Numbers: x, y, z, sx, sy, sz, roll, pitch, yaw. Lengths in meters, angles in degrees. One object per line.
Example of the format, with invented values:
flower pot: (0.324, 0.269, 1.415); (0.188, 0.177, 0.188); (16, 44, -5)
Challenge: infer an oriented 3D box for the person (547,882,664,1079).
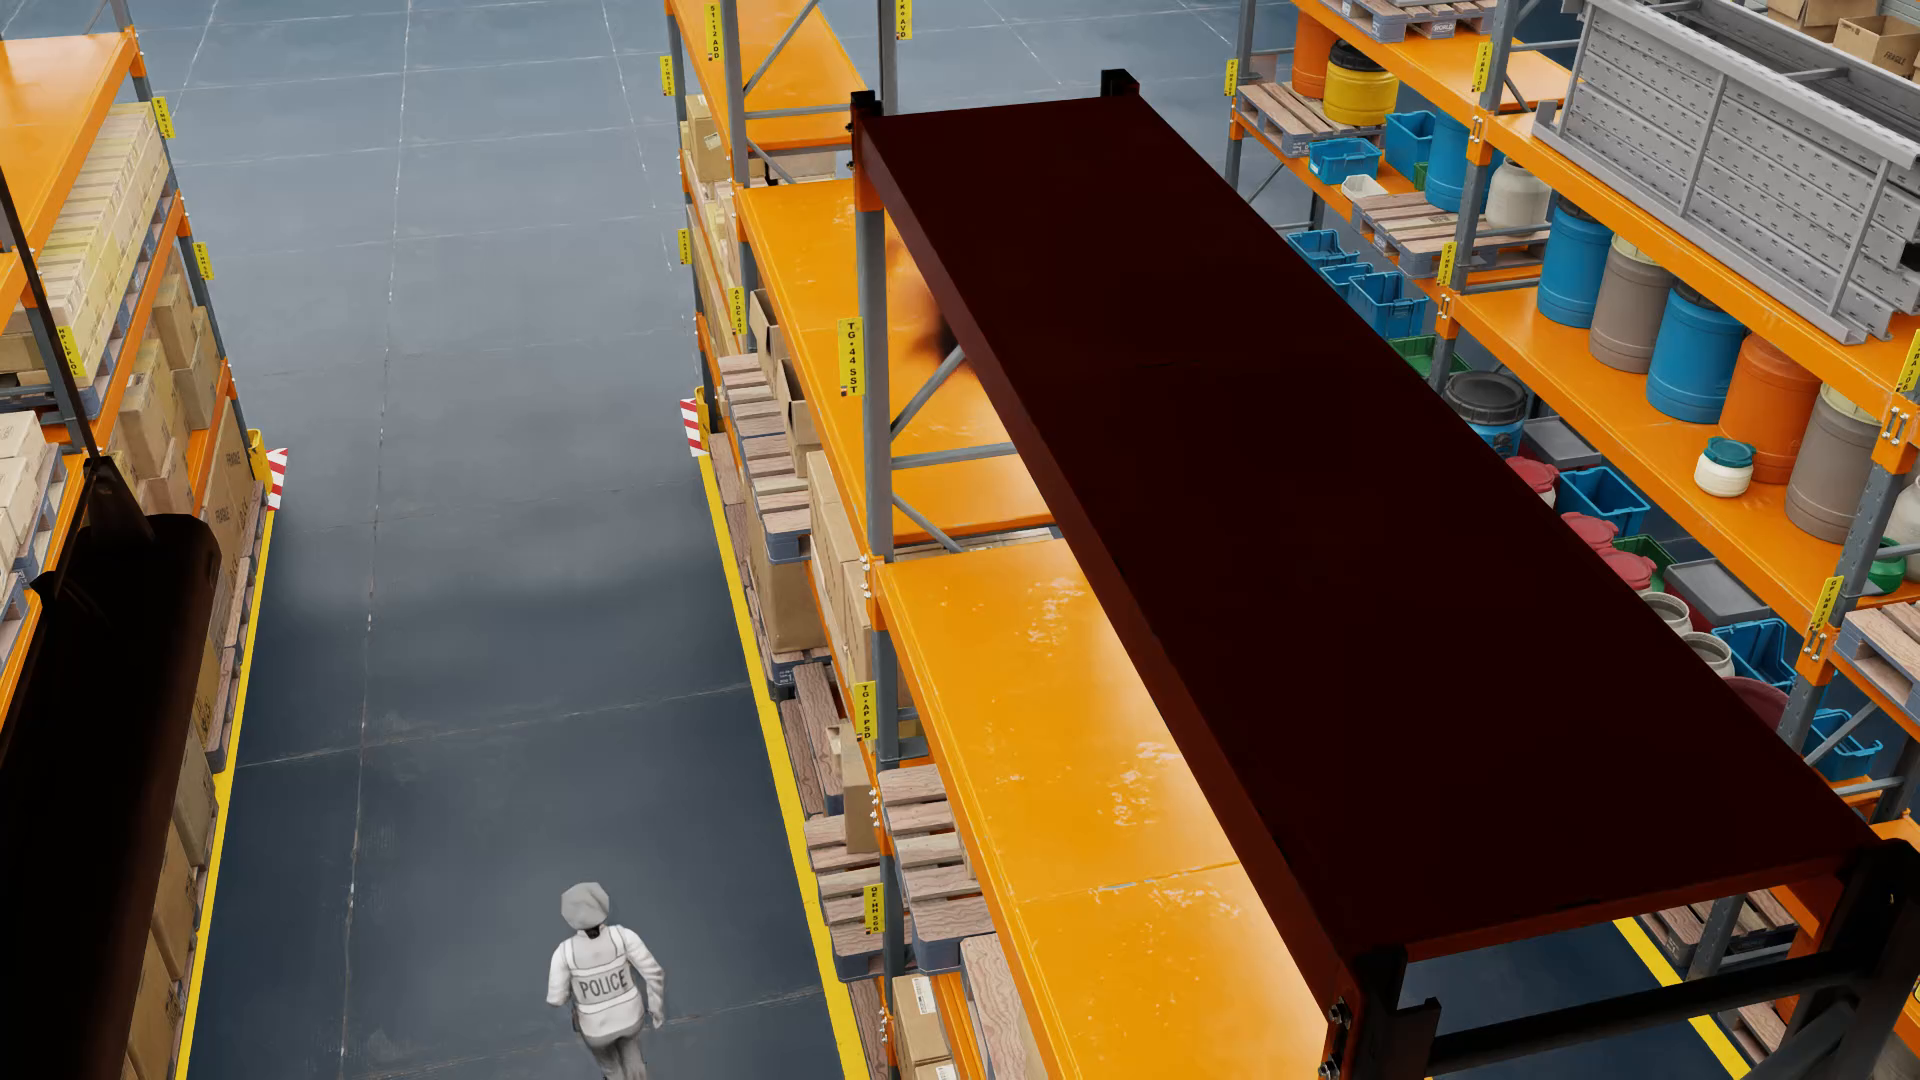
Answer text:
person: (-1.879, 2.562, 8.929); (0.587, 1.623, 0.649); (-18, 38, -25)
